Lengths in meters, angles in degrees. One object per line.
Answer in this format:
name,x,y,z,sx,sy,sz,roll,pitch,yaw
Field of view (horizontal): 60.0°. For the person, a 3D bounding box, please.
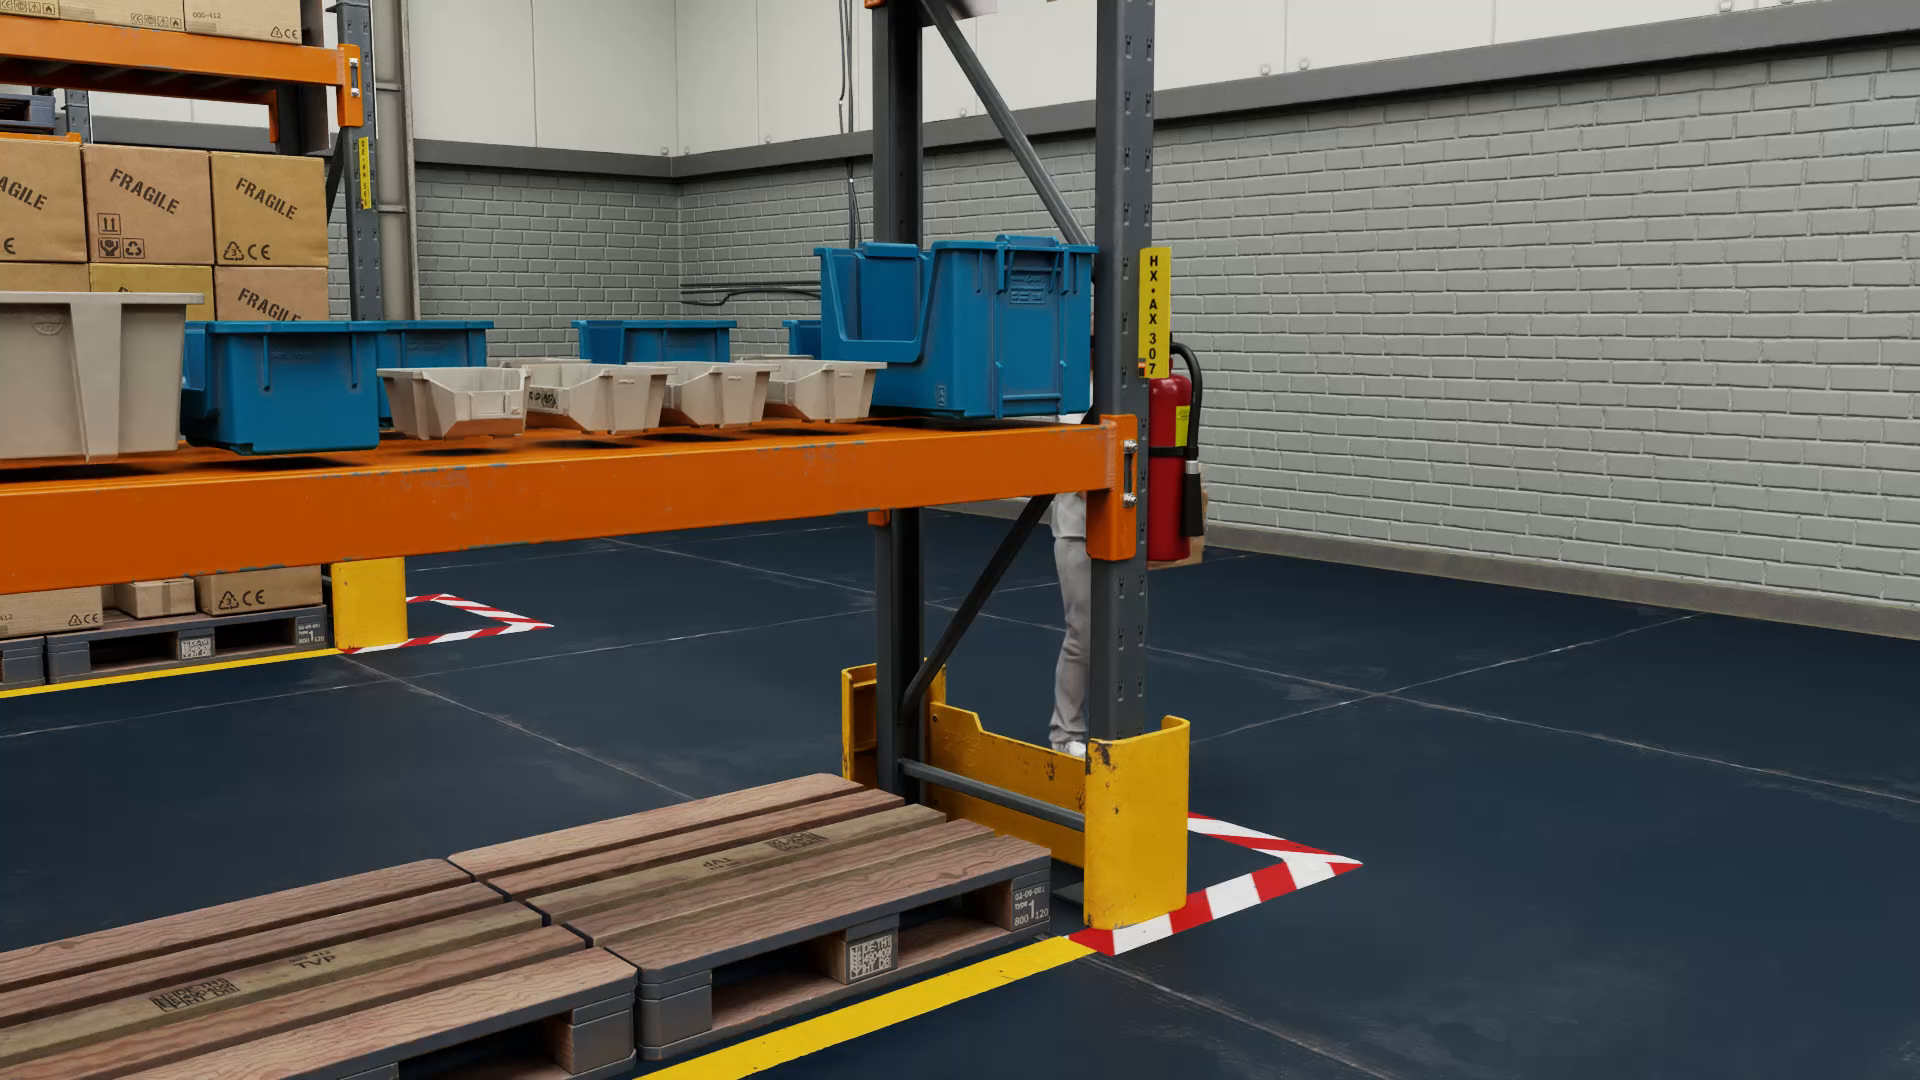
person,0.543,0.001,5.789,0.414,1.603,0.423,-6,10,-37
